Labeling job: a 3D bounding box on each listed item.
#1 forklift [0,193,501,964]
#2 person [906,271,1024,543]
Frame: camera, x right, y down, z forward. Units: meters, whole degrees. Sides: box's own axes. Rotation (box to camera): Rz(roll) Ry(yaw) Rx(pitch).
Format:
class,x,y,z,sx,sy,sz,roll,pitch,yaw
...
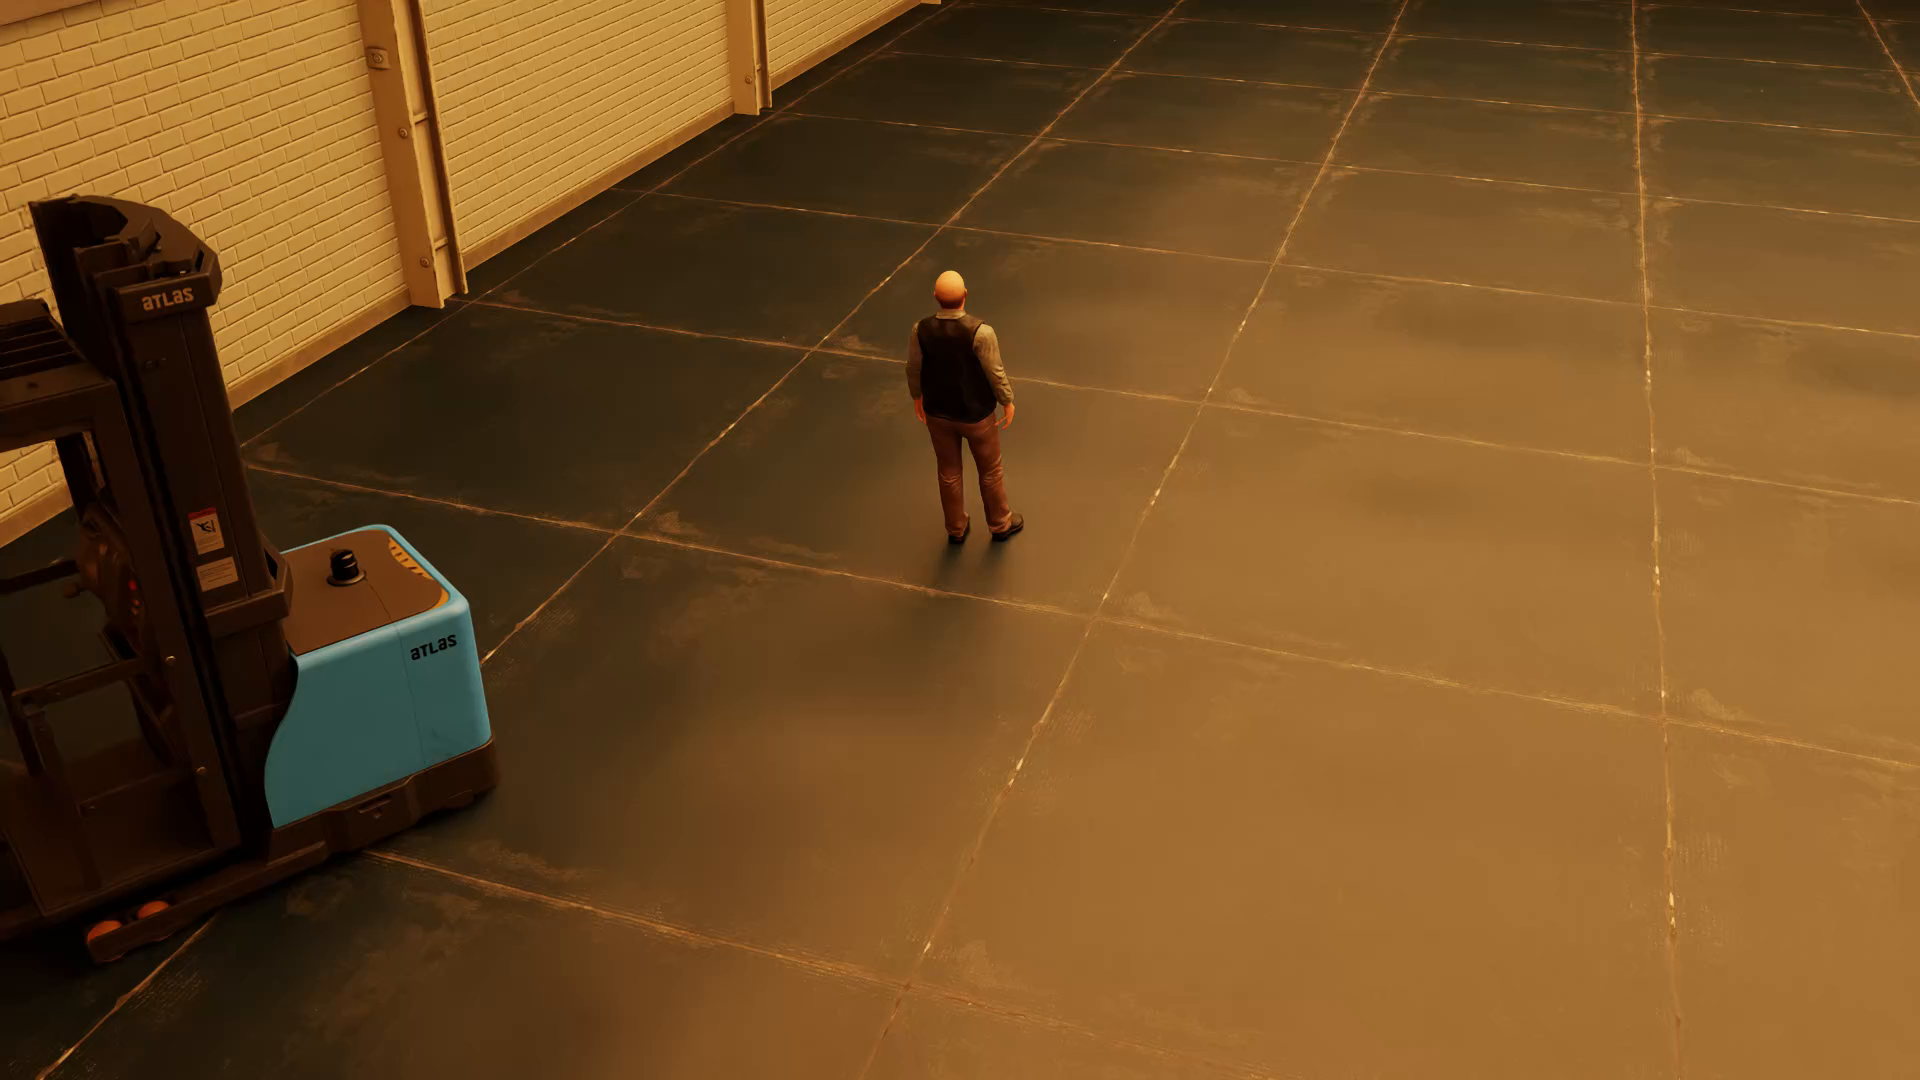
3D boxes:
class,x,y,z,sx,sy,sz,roll,pitch,yaw
forklift,-3.665,0.201,6.784,3.031,2.935,1.130,-22,36,-33
person,0.027,-0.783,9.716,0.634,1.722,0.566,10,31,16
